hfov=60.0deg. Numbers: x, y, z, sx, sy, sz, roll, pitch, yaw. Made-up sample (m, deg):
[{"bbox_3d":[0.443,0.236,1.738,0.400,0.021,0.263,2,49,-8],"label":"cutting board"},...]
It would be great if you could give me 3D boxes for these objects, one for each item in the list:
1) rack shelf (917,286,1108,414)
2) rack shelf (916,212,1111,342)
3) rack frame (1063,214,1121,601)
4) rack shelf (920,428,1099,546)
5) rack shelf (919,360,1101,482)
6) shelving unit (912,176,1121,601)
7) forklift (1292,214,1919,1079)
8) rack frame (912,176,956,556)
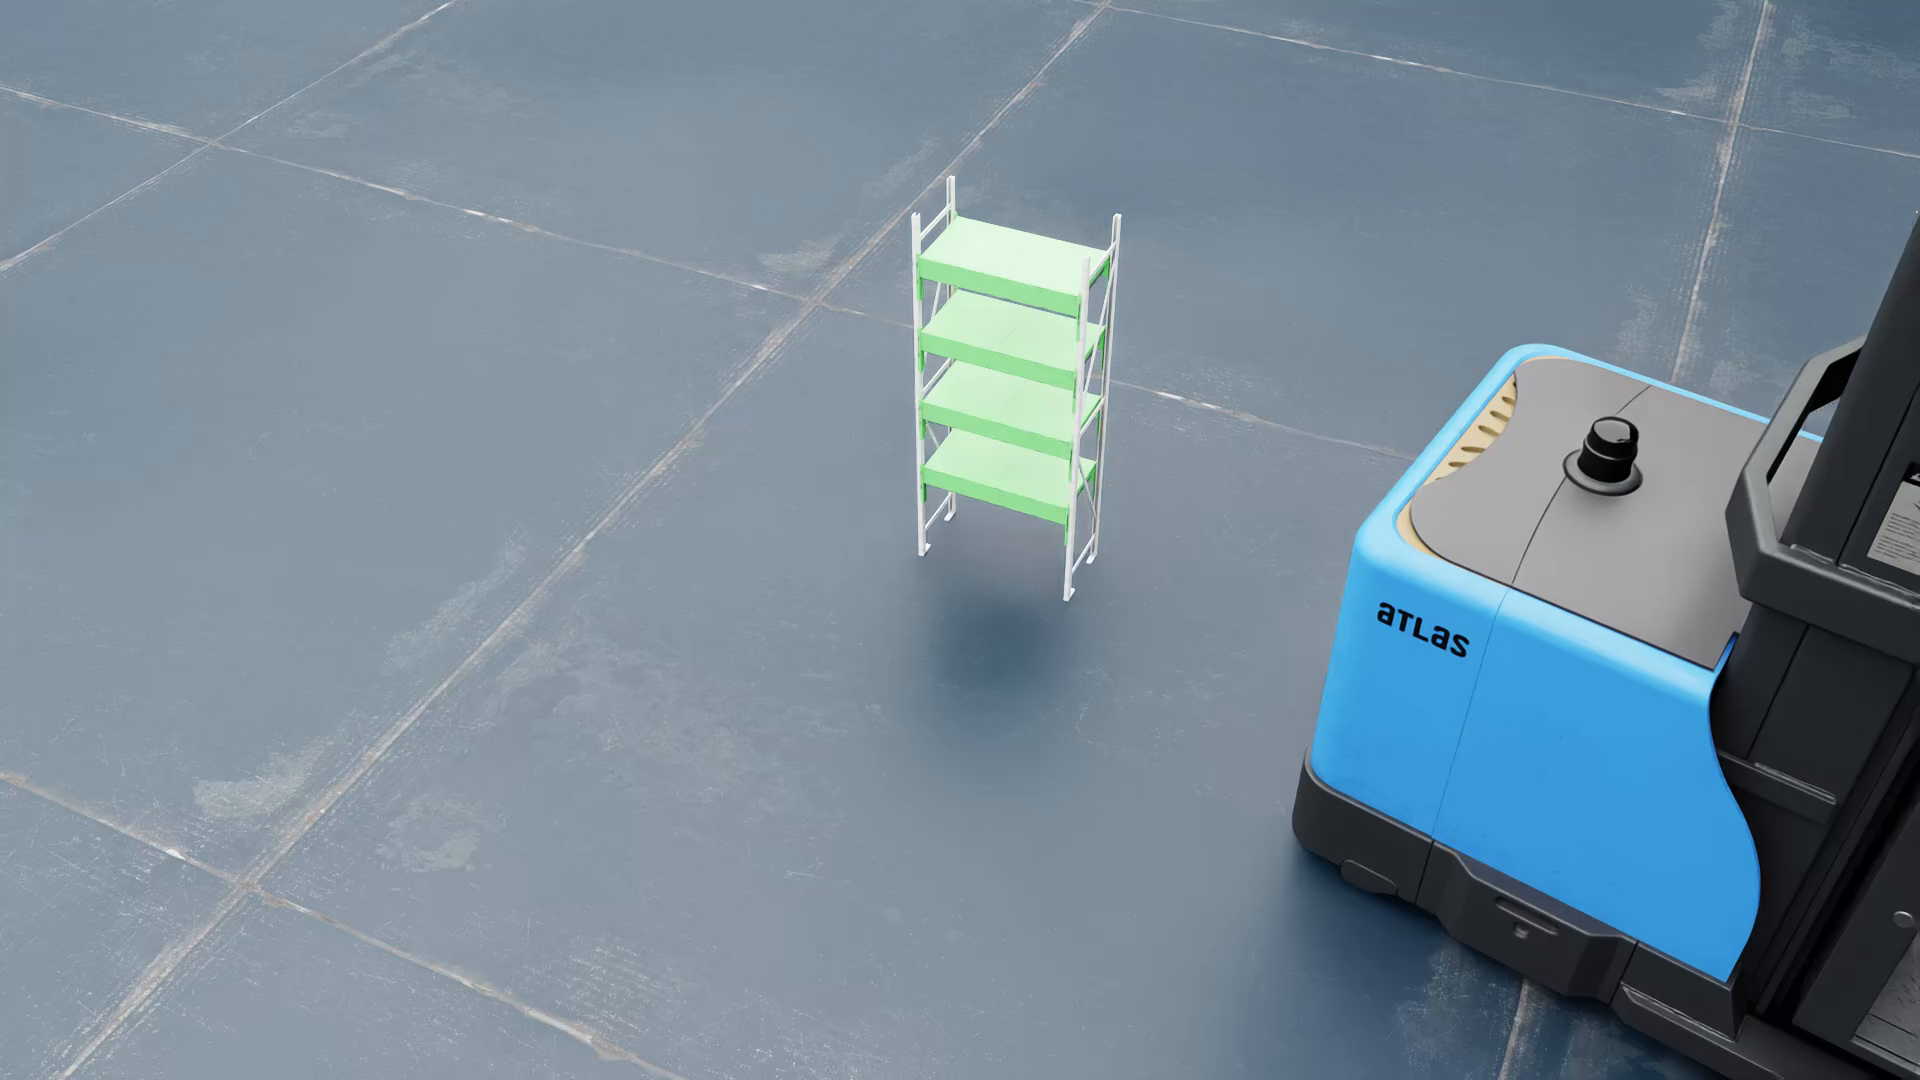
[{"bbox_3d":[0.150,-0.541,4.689,0.480,0.148,0.258,17,44,19],"label":"rack shelf"},{"bbox_3d":[0.150,-0.722,4.532,0.480,0.148,0.258,17,44,19],"label":"rack shelf"},{"bbox_3d":[0.371,-0.340,4.726,0.015,1.200,0.240,17,44,19],"label":"rack frame"},{"bbox_3d":[0.150,-0.178,5.003,0.480,0.148,0.258,17,44,19],"label":"rack shelf"},{"bbox_3d":[0.150,-0.359,4.846,0.480,0.148,0.258,17,44,19],"label":"rack shelf"},{"bbox_3d":[0.150,-0.408,4.804,0.503,1.200,0.258,17,44,19],"label":"shelving unit"},{"bbox_3d":[2.349,0.004,3.008,3.031,2.935,1.130,25,47,26],"label":"forklift"},{"bbox_3d":[-0.071,-0.475,4.882,0.015,1.200,0.240,17,44,19],"label":"rack frame"}]
